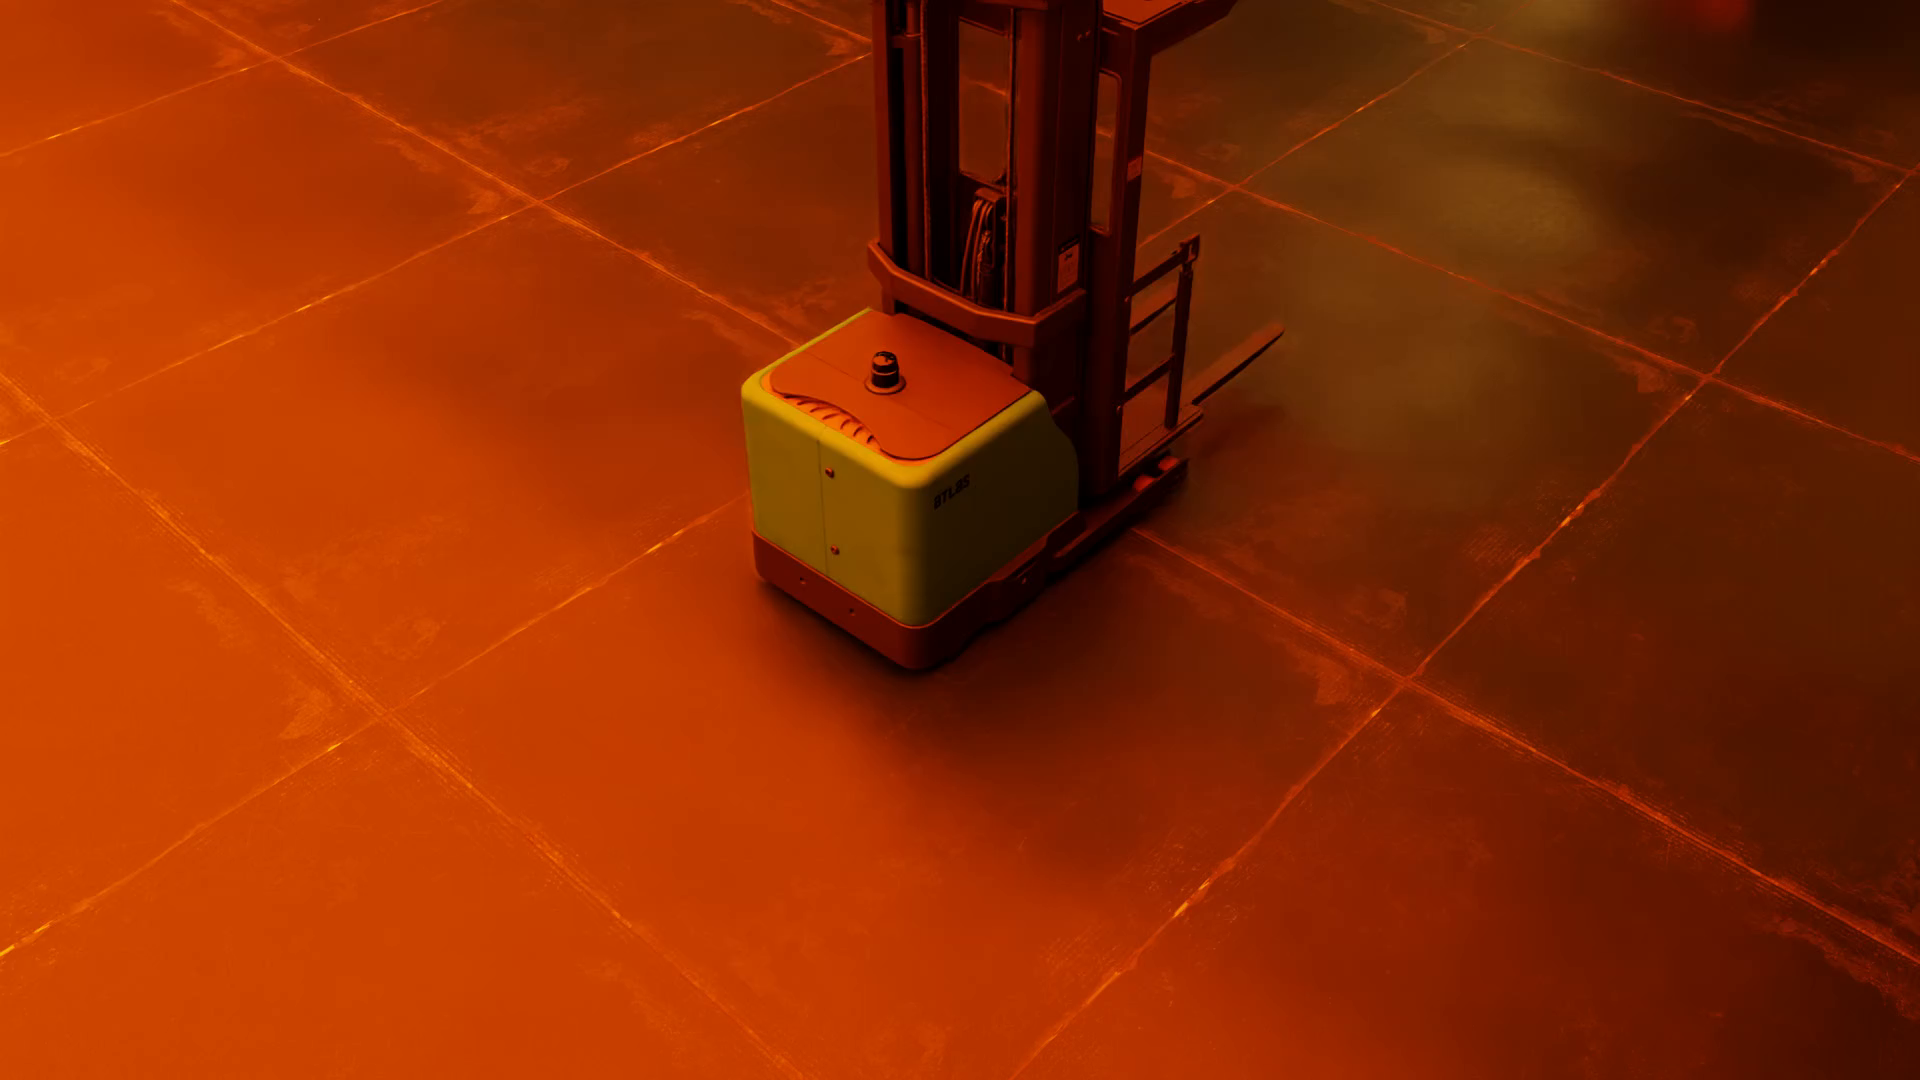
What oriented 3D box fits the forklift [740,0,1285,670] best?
[{"bbox_3d":[0.436,-1.453,7.121,1.130,2.935,3.031,30,49,30],"label":"forklift"}]
